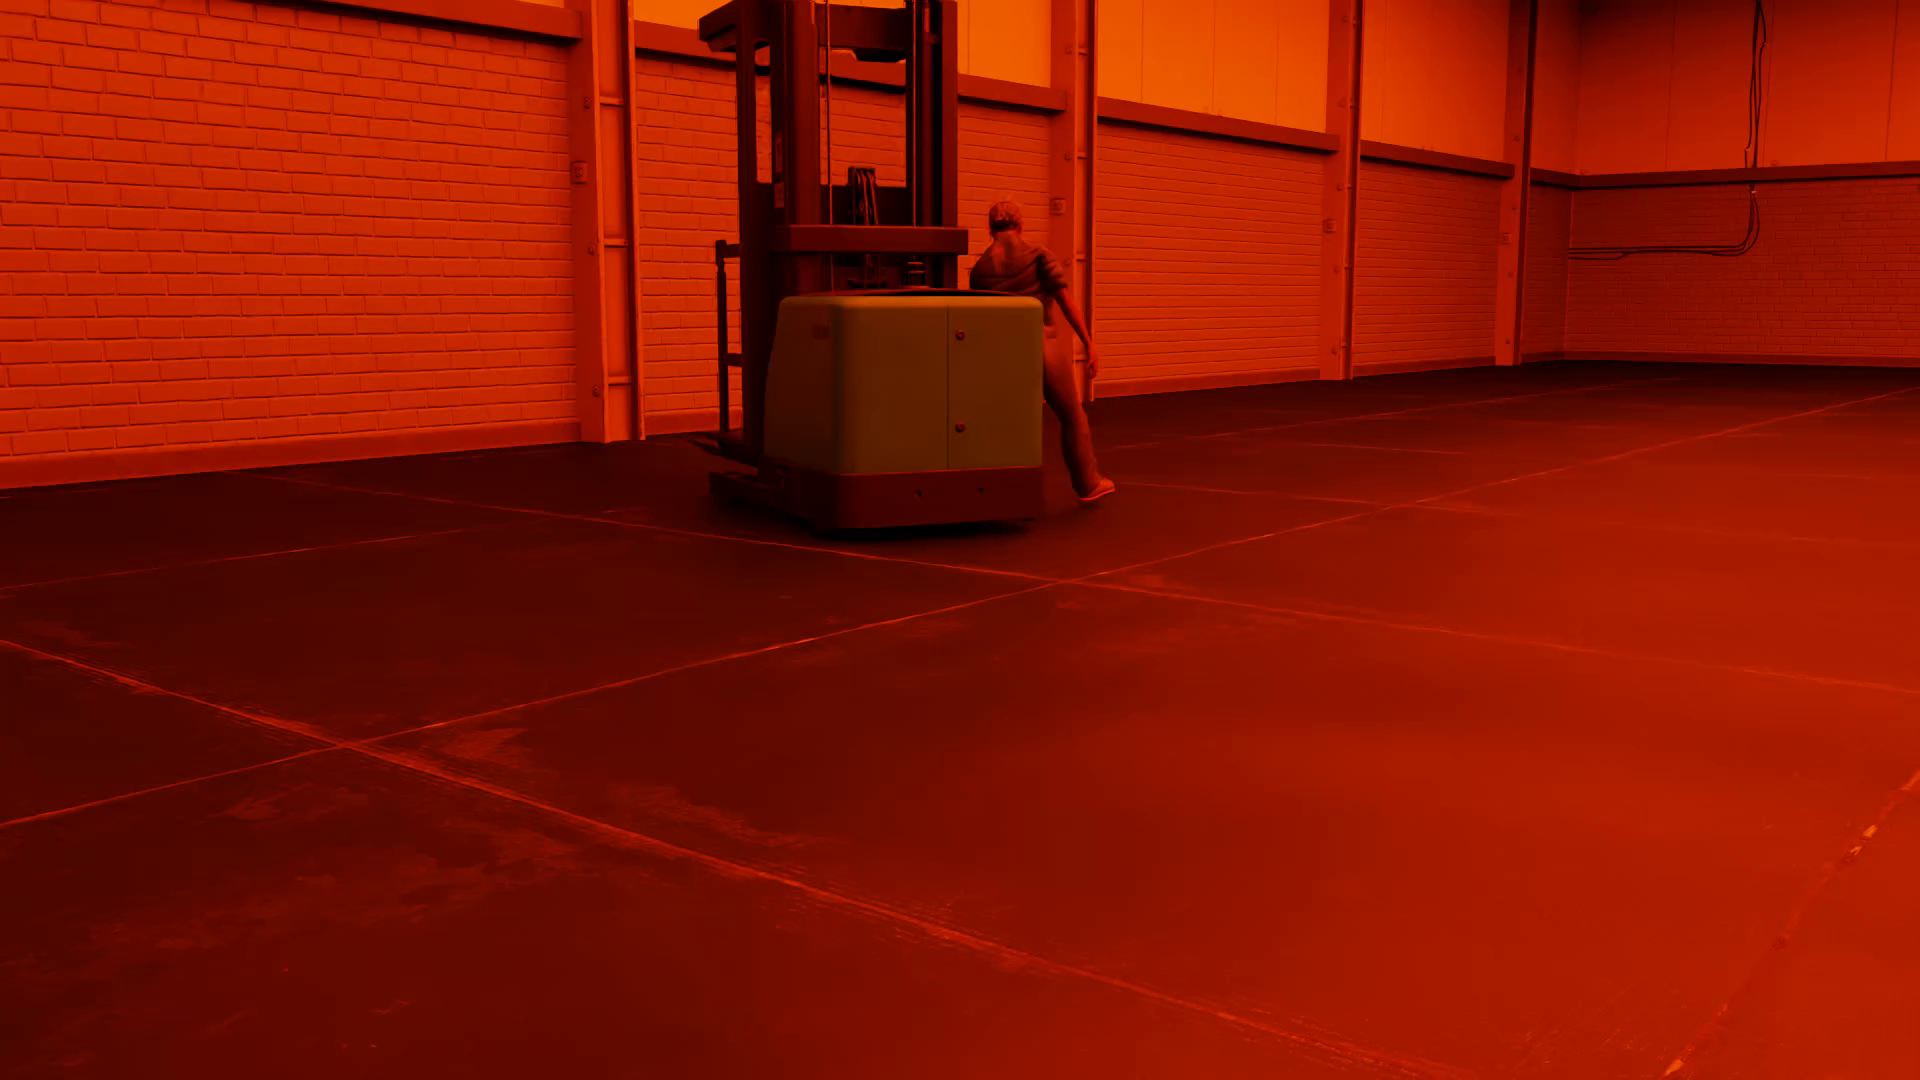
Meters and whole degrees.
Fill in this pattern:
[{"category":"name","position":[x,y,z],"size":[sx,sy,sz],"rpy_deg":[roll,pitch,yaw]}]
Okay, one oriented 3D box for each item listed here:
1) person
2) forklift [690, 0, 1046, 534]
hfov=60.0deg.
[{"category":"person","position":[0.330,-0.920,8.286],"size":[0.820,1.496,0.910],"rpy_deg":[3,9,21]},{"category":"forklift","position":[-0.680,-1.652,8.573],"size":[1.130,2.935,3.031],"rpy_deg":[-4,9,-24]}]
